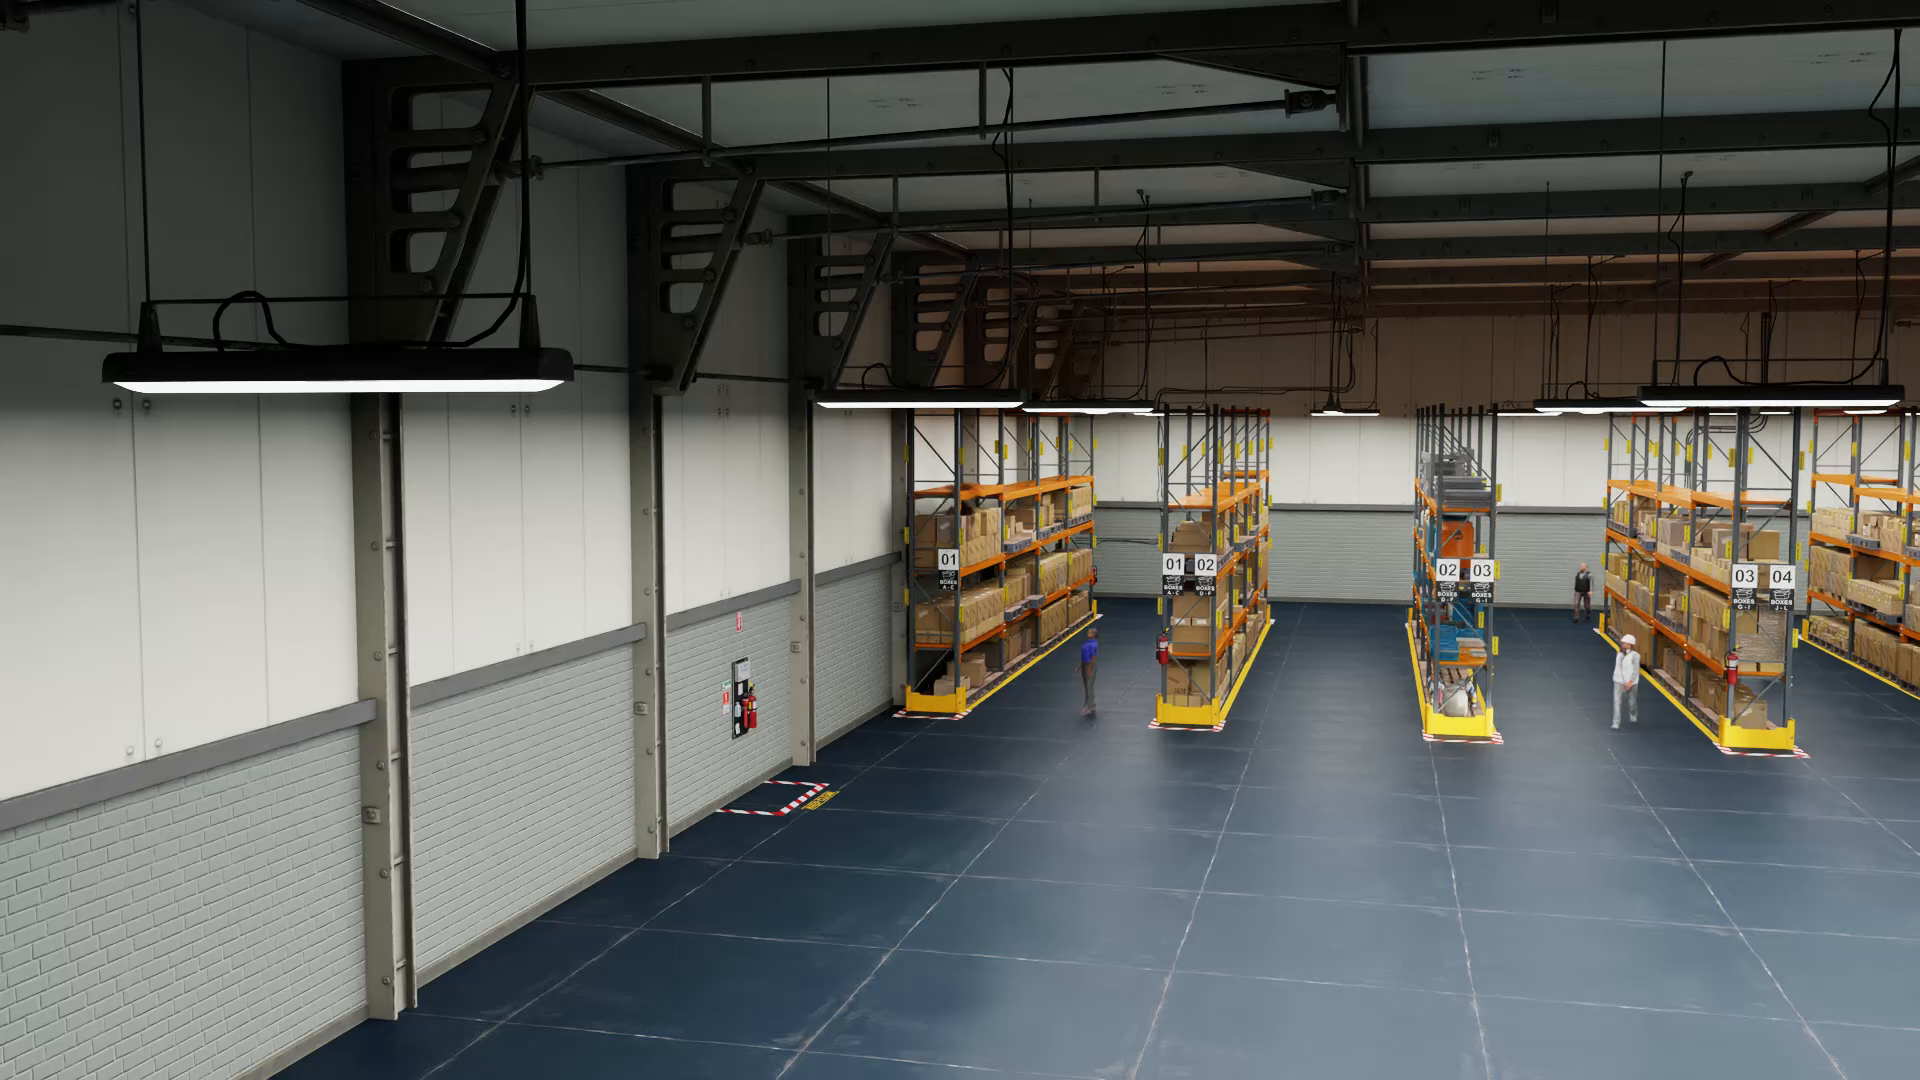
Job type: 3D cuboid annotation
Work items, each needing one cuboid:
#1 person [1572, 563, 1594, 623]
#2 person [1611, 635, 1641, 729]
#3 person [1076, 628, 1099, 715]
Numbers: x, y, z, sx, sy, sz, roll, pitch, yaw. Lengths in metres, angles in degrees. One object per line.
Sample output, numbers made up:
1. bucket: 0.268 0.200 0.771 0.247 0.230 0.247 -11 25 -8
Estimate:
1. person: 17.525 1.477 46.755 0.574 1.681 0.923 3 5 32
2. person: 12.324 2.614 30.751 0.469 1.728 1.042 2 5 30
3. person: 2.471 2.545 32.440 0.518 1.668 0.468 -2 5 -29
